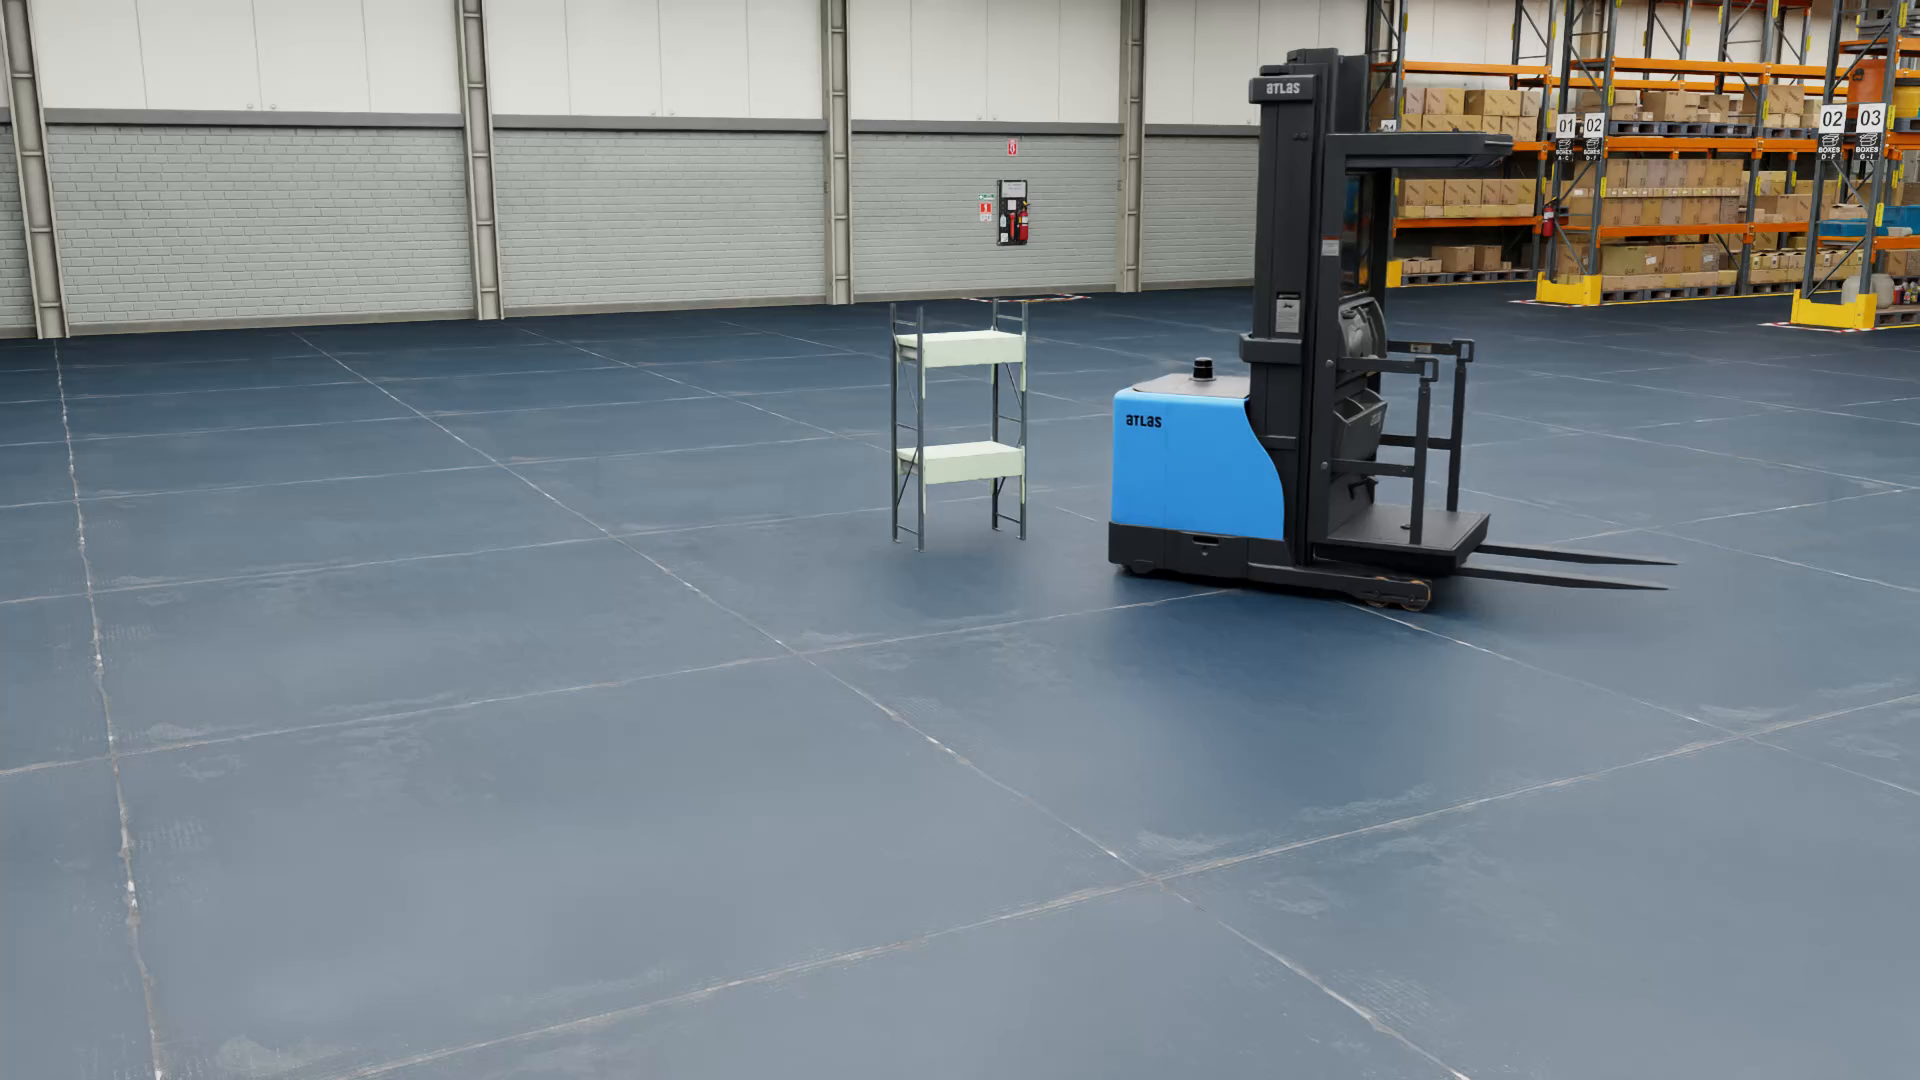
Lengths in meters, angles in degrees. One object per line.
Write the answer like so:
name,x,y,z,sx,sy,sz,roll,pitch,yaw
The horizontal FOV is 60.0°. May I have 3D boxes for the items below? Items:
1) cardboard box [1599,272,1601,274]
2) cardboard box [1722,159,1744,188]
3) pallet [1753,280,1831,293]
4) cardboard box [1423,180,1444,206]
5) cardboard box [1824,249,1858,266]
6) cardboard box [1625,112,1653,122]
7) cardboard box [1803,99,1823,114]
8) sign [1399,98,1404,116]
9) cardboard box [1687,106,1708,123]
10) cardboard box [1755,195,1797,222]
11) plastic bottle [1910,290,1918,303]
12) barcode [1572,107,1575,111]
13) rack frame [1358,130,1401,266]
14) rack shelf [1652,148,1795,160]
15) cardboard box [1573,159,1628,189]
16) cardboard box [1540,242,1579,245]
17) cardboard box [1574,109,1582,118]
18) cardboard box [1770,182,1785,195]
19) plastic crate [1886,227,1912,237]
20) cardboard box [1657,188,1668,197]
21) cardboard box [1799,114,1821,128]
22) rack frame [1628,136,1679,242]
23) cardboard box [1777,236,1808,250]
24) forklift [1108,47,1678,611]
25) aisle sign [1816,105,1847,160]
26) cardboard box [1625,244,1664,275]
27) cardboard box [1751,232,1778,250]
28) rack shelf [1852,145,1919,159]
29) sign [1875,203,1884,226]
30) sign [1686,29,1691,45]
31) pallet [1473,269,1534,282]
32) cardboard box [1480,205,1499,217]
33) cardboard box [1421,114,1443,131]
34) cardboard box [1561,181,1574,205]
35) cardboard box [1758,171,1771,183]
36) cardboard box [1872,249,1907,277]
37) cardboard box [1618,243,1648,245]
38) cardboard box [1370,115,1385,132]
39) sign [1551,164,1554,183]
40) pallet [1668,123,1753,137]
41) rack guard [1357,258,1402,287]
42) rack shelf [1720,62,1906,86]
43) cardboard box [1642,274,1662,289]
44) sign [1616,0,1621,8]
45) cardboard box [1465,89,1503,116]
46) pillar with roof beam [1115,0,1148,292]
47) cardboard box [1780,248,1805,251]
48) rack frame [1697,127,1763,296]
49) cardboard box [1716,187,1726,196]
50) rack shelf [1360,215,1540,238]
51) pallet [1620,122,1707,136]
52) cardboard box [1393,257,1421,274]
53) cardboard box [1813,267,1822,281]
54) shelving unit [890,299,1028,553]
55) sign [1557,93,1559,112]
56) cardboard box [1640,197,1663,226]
cardboard box,11.392,-4.647,29.733,0.500,0.250,0.500,-7,14,-28
cardboard box,13.754,-6.670,30.233,0.500,0.500,0.700,-7,14,-28
pallet,15.840,-4.890,31.857,1.213,0.211,1.003,-7,14,-28
cardboard box,9.254,-6.915,33.090,0.500,0.500,0.500,-7,14,-28
cardboard box,16.856,-5.436,31.959,0.500,0.311,0.500,-7,14,-29
cardboard box,11.746,-7.319,28.765,0.250,0.149,0.380,-7,14,-28
cardboard box,19.545,-9.863,38.220,0.500,0.500,0.500,-7,14,-28
sign,8.513,-8.355,32.080,0.005,0.325,0.100,-7,14,-28
cardboard box,13.098,-7.670,29.956,0.500,0.311,0.500,-8,15,-31
cardboard box,15.285,-6.218,31.179,0.500,0.500,0.500,-6,14,-24
plastic bottle,14.997,-3.823,26.136,0.097,0.201,0.097,0,13,0
barcode,10.663,-7.487,28.890,0.075,0.075,0.001,-7,14,-28
rack frame,8.252,-6.570,32.969,0.127,3.000,1.000,-7,14,-28
rack shelf,17.030,-8.734,37.394,4.000,0.370,1.077,-7,14,-28
cardboard box,11.092,-6.349,28.808,0.500,0.500,0.700,-7,14,-28
cardboard box,12.831,-6.130,35.708,0.500,0.500,0.700,-7,15,-29
cardboard box,13.364,-8.879,35.216,0.500,0.500,0.500,-7,15,-30
cardboard box,18.501,-7.939,38.101,0.500,0.500,0.500,-7,15,-29
plastic crate,13.939,-4.564,24.658,0.250,0.136,0.298,-7,14,-28
cardboard box,12.206,-6.116,29.250,0.250,0.149,0.380,-7,14,-29
cardboard box,15.848,-7.821,31.081,0.500,0.250,0.500,-8,15,-33
rack frame,15.274,-7.411,36.709,0.127,3.000,1.000,-7,14,-28
cardboard box,19.491,-6.876,39.069,0.500,0.500,0.700,-7,14,-27
forklift,2.418,-1.180,9.177,3.031,2.935,1.130,6,14,26
aisle sign,12.794,-5.978,24.421,0.004,0.787,0.394,-7,14,-28
cardboard box,12.077,-4.966,29.443,0.500,0.500,0.500,-7,14,-28
cardboard box,18.277,-6.895,38.354,0.750,0.750,0.750,-7,14,-27
rack shelf,19.407,-7.780,33.153,4.000,0.370,1.077,-7,14,-28
sign,13.259,-4.689,23.982,0.005,0.325,0.100,-7,14,-28
sign,15.543,-10.729,35.479,0.005,0.325,0.100,-7,14,-28
pallet,11.191,-5.553,34.801,1.213,0.211,1.003,-7,14,-28
cardboard box,10.618,-6.712,33.898,0.500,0.250,0.500,-7,14,-28
cardboard box,9.154,-8.128,32.790,0.500,0.500,0.500,-6,14,-24
cardboard box,12.720,-7.358,35.244,0.500,0.500,0.700,-5,14,-22
cardboard box,18.044,-8.251,37.783,0.500,0.250,0.500,-6,14,-27
cardboard box,18.188,-5.445,32.663,0.500,0.500,0.500,-6,14,-25
cardboard box,12.268,-5.119,30.121,0.500,0.500,0.500,-7,14,-28
cardboard box,8.497,-8.184,33.039,0.500,0.500,0.500,-6,14,-24
sign,10.381,-6.402,29.047,0.005,0.325,0.100,-7,14,-28
pallet,13.404,-7.362,29.859,1.213,0.211,1.003,-7,14,-28
rack guard,8.319,-5.358,33.279,0.348,0.500,1.175,-7,14,-28
rack shelf,15.896,-8.627,30.998,4.000,0.370,1.077,-7,14,-28
cardboard box,12.083,-4.598,29.515,0.500,0.250,0.500,-7,14,-28
sign,10.890,-8.968,27.472,0.005,0.325,0.100,-7,14,-28
cardboard box,10.524,-8.779,33.402,0.500,0.500,0.500,-7,15,-30
pillar with roof beam,5.249,-8.276,26.888,0.400,9.000,9.100,-7,14,-28
cardboard box,16.145,-5.485,32.181,0.500,0.311,0.500,-7,15,-29
rack frame,14.140,-6.036,30.599,0.127,3.000,1.000,-7,14,-28
cardboard box,13.558,-6.278,29.968,0.250,0.149,0.380,-7,15,-30
rack shelf,10.008,-6.429,33.983,4.000,0.370,1.077,-7,14,-28
pallet,12.334,-7.234,29.292,1.213,0.211,1.003,-7,14,-28
cardboard box,8.903,-5.528,33.463,0.500,0.311,0.500,-9,15,-34
cardboard box,15.963,-5.056,31.551,0.500,0.250,0.500,-7,14,-27
shelving unit,-0.006,-0.731,10.441,0.755,1.500,0.431,-7,14,-28
sign,10.381,-7.578,28.783,0.005,0.325,0.100,-7,14,-28
cardboard box,11.942,-5.818,29.402,0.500,0.500,0.700,-7,14,-27
